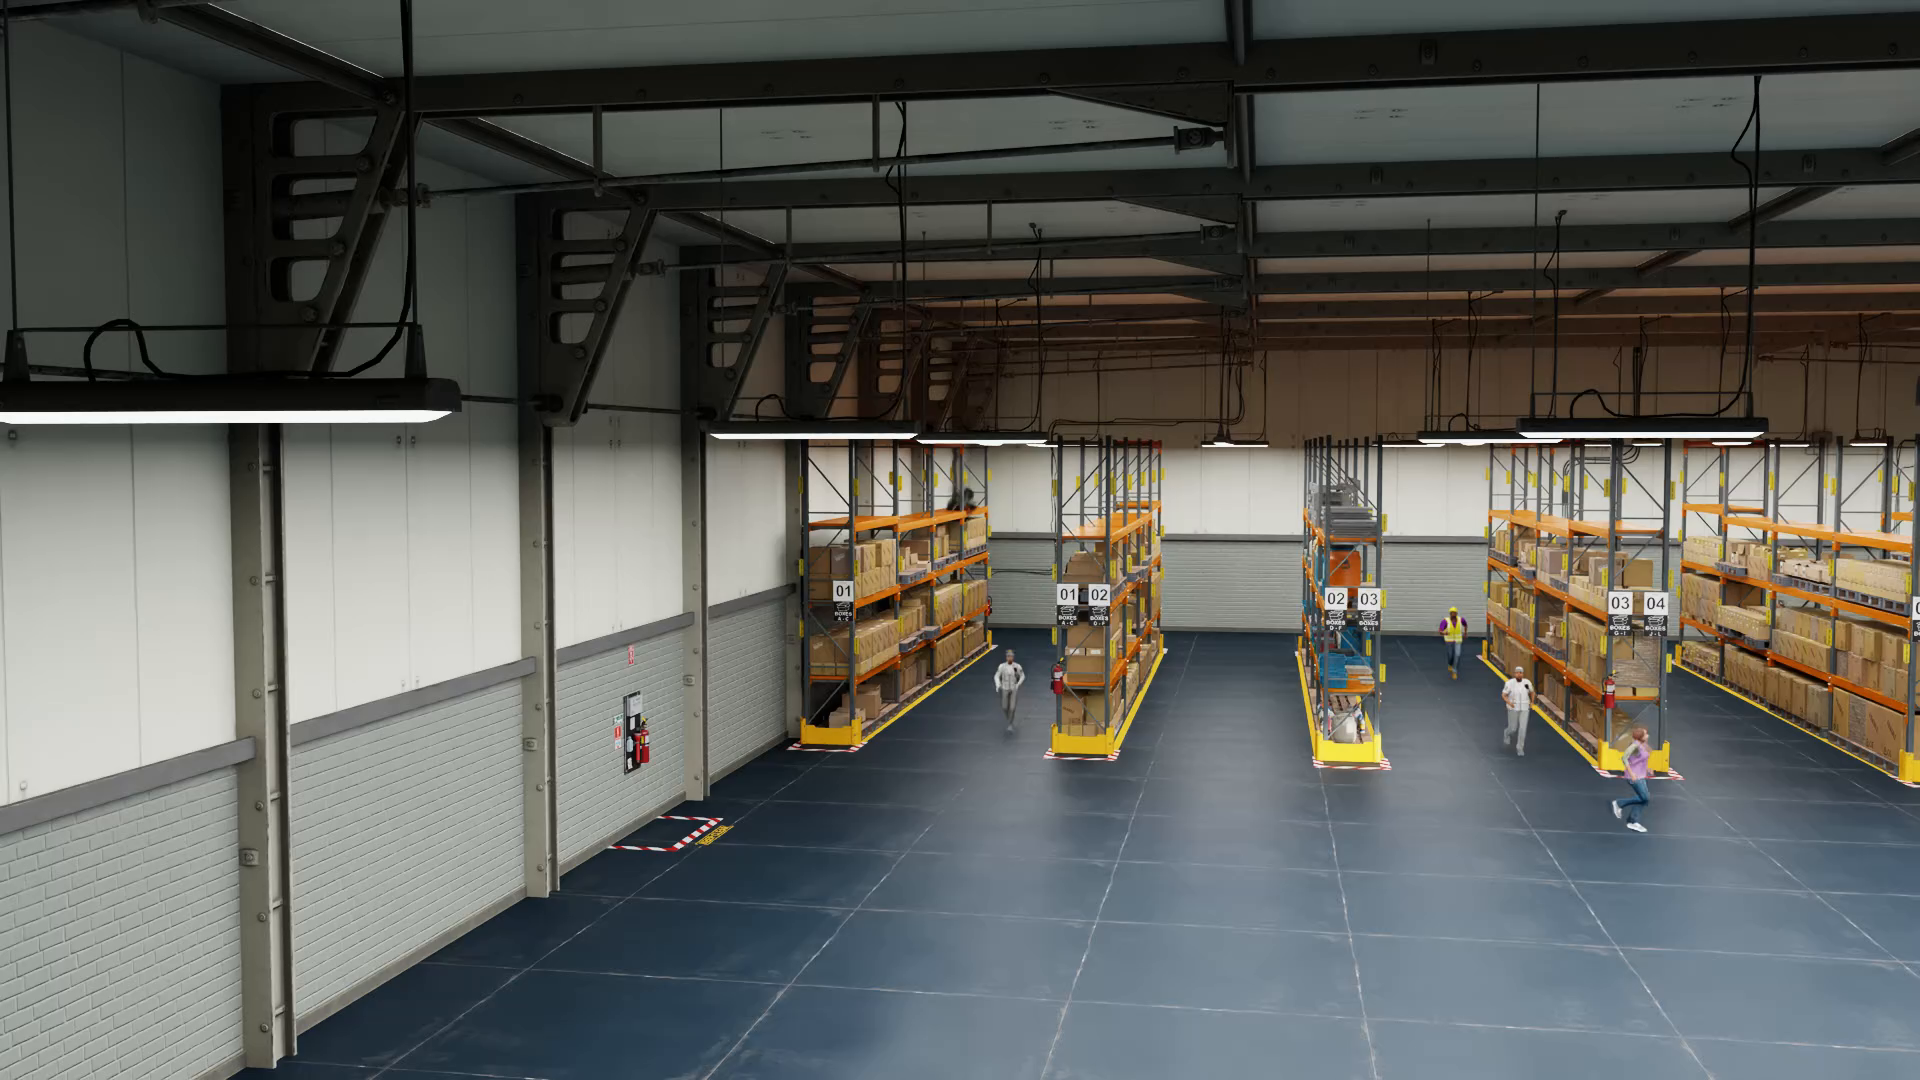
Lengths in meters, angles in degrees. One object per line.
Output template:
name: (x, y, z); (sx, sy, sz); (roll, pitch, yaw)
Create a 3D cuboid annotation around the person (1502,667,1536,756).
person: (10.582, 3.214, 31.494); (0.613, 1.662, 0.753); (1, 3, 9)

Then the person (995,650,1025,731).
person: (1.026, 3.069, 34.138); (0.631, 1.656, 0.557); (0, 3, 3)

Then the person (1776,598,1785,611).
person: (22.425, 2.432, 45.332); (0.802, 1.696, 0.633); (1, 3, 12)

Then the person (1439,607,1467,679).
person: (12.448, 2.591, 41.974); (0.731, 1.810, 0.937); (0, 3, 8)

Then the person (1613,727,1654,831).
person: (10.185, 3.595, 25.152); (0.535, 1.555, 0.554); (3, 4, 40)
